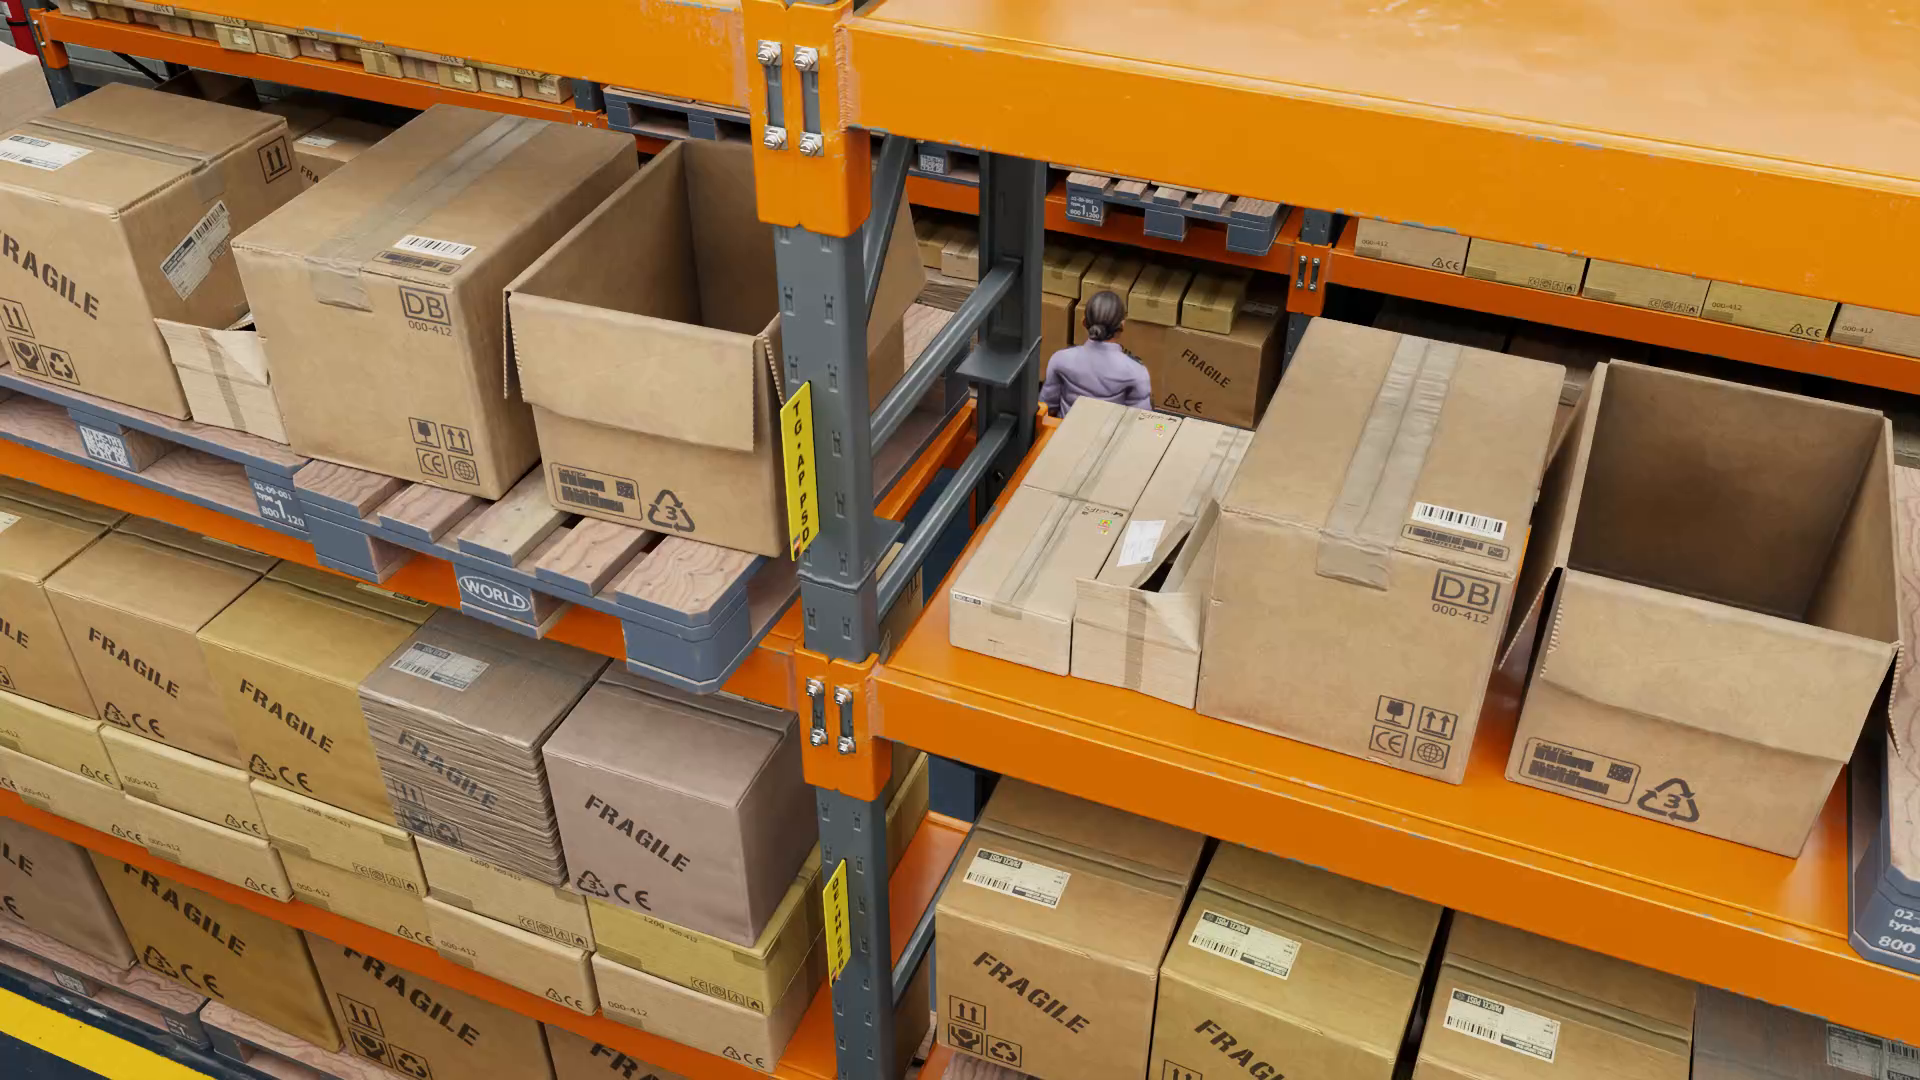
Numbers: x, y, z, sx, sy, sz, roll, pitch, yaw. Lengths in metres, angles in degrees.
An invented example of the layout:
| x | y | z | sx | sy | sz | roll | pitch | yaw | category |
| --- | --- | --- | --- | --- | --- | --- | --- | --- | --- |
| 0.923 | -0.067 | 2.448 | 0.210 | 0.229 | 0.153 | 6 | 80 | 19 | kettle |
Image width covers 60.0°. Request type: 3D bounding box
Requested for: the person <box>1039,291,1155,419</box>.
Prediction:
| x | y | z | sx | sy | sz | roll | pitch | yaw | category |
| --- | --- | --- | --- | --- | --- | --- | --- | --- | --- |
| 0.595 | -0.306 | 7.221 | 0.550 | 1.651 | 0.367 | 14 | 40 | 17 | person |
